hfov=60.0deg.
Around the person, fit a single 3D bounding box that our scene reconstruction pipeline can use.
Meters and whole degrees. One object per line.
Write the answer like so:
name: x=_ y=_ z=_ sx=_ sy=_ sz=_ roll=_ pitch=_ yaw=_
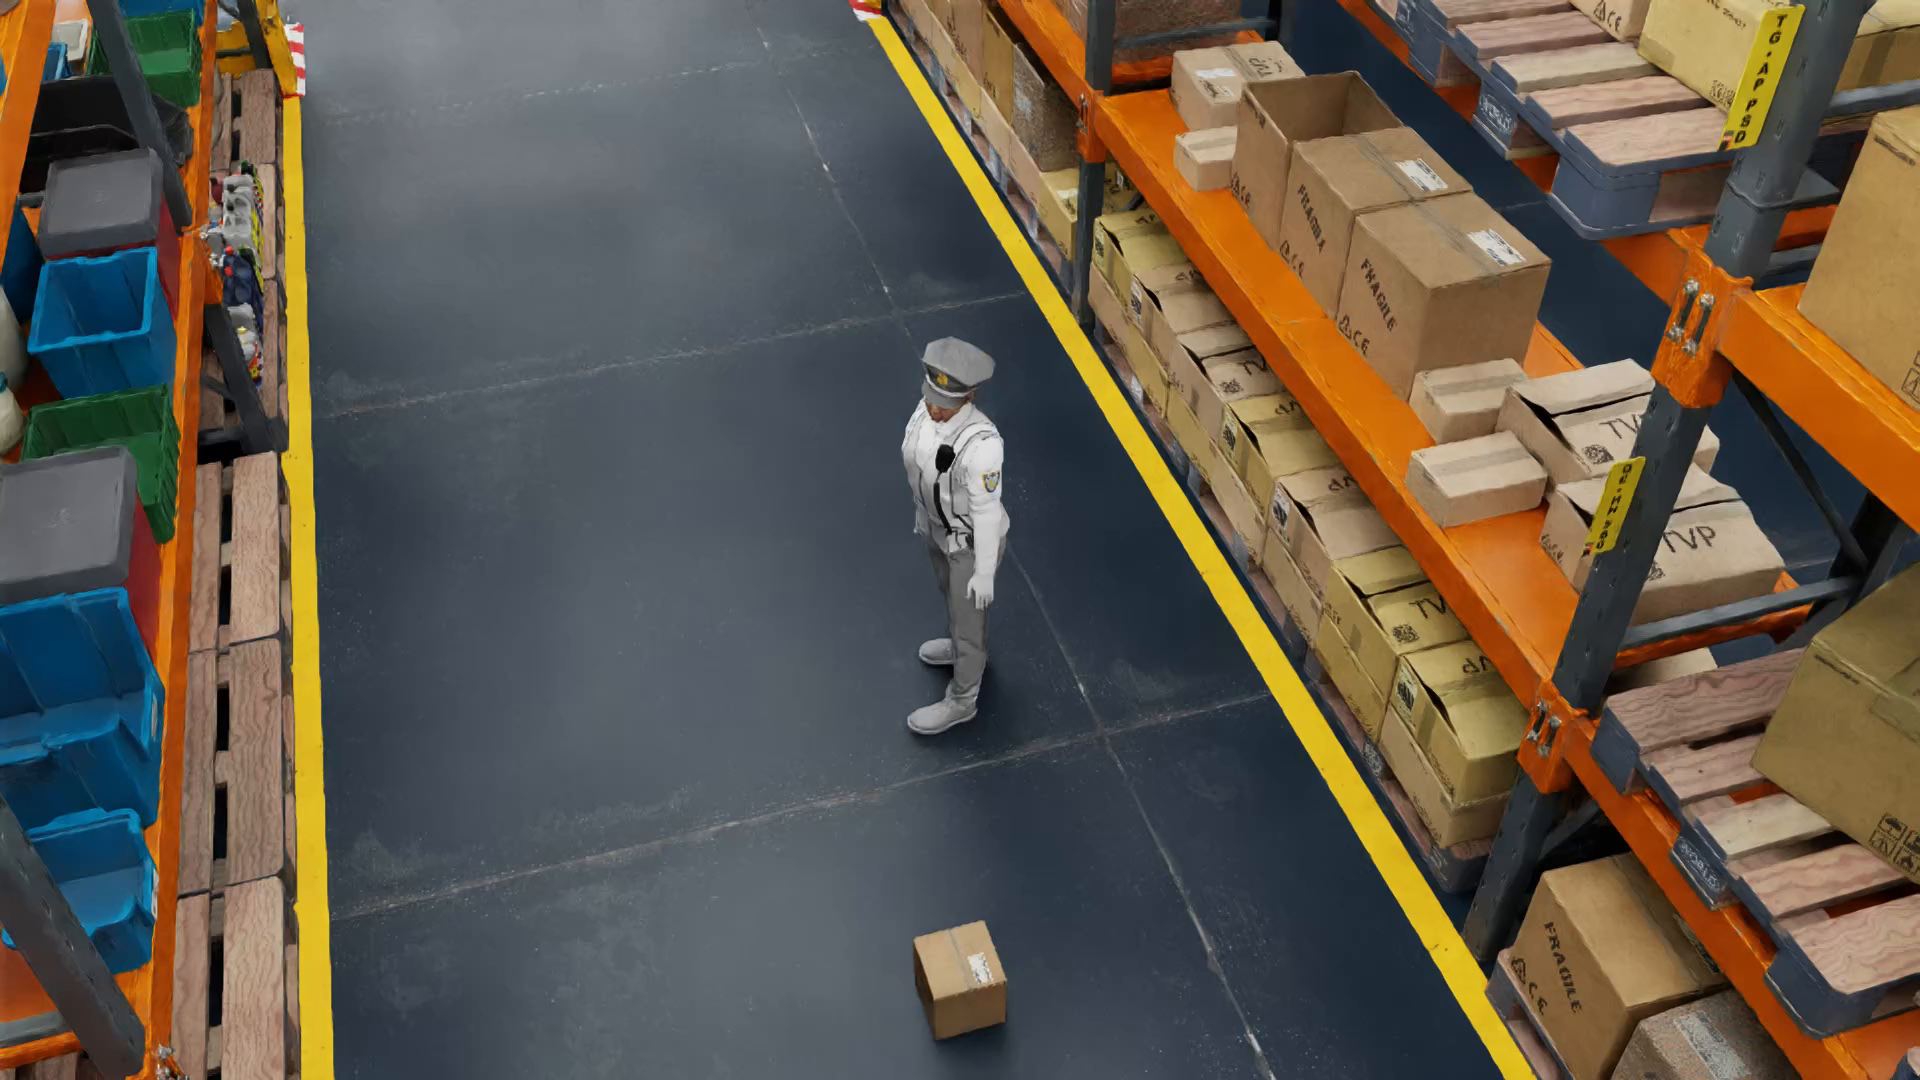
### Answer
person: x=-0.044 y=-0.003 z=6.119 sx=0.489 sy=1.672 sz=0.553 roll=-22 pitch=47 yaw=-22
